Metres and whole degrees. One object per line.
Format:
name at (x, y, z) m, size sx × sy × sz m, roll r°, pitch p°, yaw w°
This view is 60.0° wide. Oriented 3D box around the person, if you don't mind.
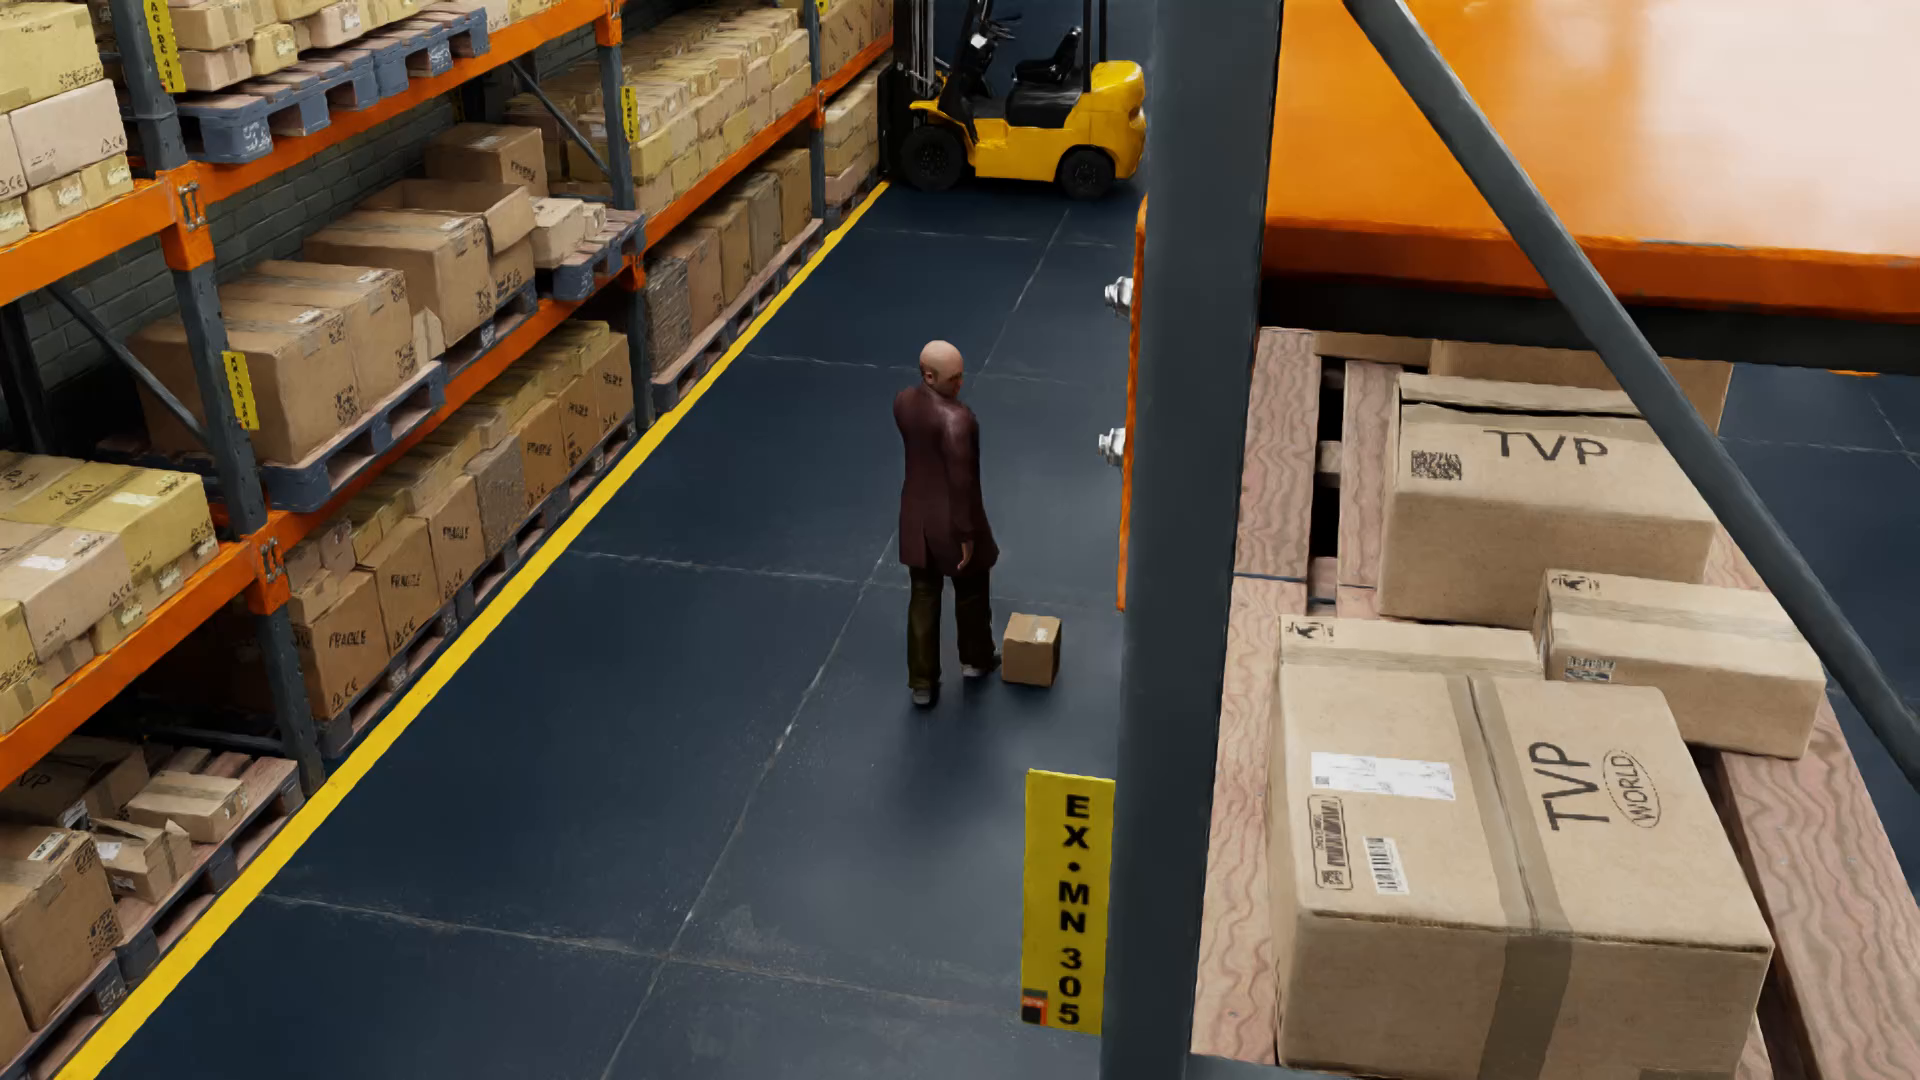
person at (-0.068, -0.095, 7.853) m, size 0.569 × 1.818 × 0.696 m, roll 18°, pitch 33°, yaw 30°
